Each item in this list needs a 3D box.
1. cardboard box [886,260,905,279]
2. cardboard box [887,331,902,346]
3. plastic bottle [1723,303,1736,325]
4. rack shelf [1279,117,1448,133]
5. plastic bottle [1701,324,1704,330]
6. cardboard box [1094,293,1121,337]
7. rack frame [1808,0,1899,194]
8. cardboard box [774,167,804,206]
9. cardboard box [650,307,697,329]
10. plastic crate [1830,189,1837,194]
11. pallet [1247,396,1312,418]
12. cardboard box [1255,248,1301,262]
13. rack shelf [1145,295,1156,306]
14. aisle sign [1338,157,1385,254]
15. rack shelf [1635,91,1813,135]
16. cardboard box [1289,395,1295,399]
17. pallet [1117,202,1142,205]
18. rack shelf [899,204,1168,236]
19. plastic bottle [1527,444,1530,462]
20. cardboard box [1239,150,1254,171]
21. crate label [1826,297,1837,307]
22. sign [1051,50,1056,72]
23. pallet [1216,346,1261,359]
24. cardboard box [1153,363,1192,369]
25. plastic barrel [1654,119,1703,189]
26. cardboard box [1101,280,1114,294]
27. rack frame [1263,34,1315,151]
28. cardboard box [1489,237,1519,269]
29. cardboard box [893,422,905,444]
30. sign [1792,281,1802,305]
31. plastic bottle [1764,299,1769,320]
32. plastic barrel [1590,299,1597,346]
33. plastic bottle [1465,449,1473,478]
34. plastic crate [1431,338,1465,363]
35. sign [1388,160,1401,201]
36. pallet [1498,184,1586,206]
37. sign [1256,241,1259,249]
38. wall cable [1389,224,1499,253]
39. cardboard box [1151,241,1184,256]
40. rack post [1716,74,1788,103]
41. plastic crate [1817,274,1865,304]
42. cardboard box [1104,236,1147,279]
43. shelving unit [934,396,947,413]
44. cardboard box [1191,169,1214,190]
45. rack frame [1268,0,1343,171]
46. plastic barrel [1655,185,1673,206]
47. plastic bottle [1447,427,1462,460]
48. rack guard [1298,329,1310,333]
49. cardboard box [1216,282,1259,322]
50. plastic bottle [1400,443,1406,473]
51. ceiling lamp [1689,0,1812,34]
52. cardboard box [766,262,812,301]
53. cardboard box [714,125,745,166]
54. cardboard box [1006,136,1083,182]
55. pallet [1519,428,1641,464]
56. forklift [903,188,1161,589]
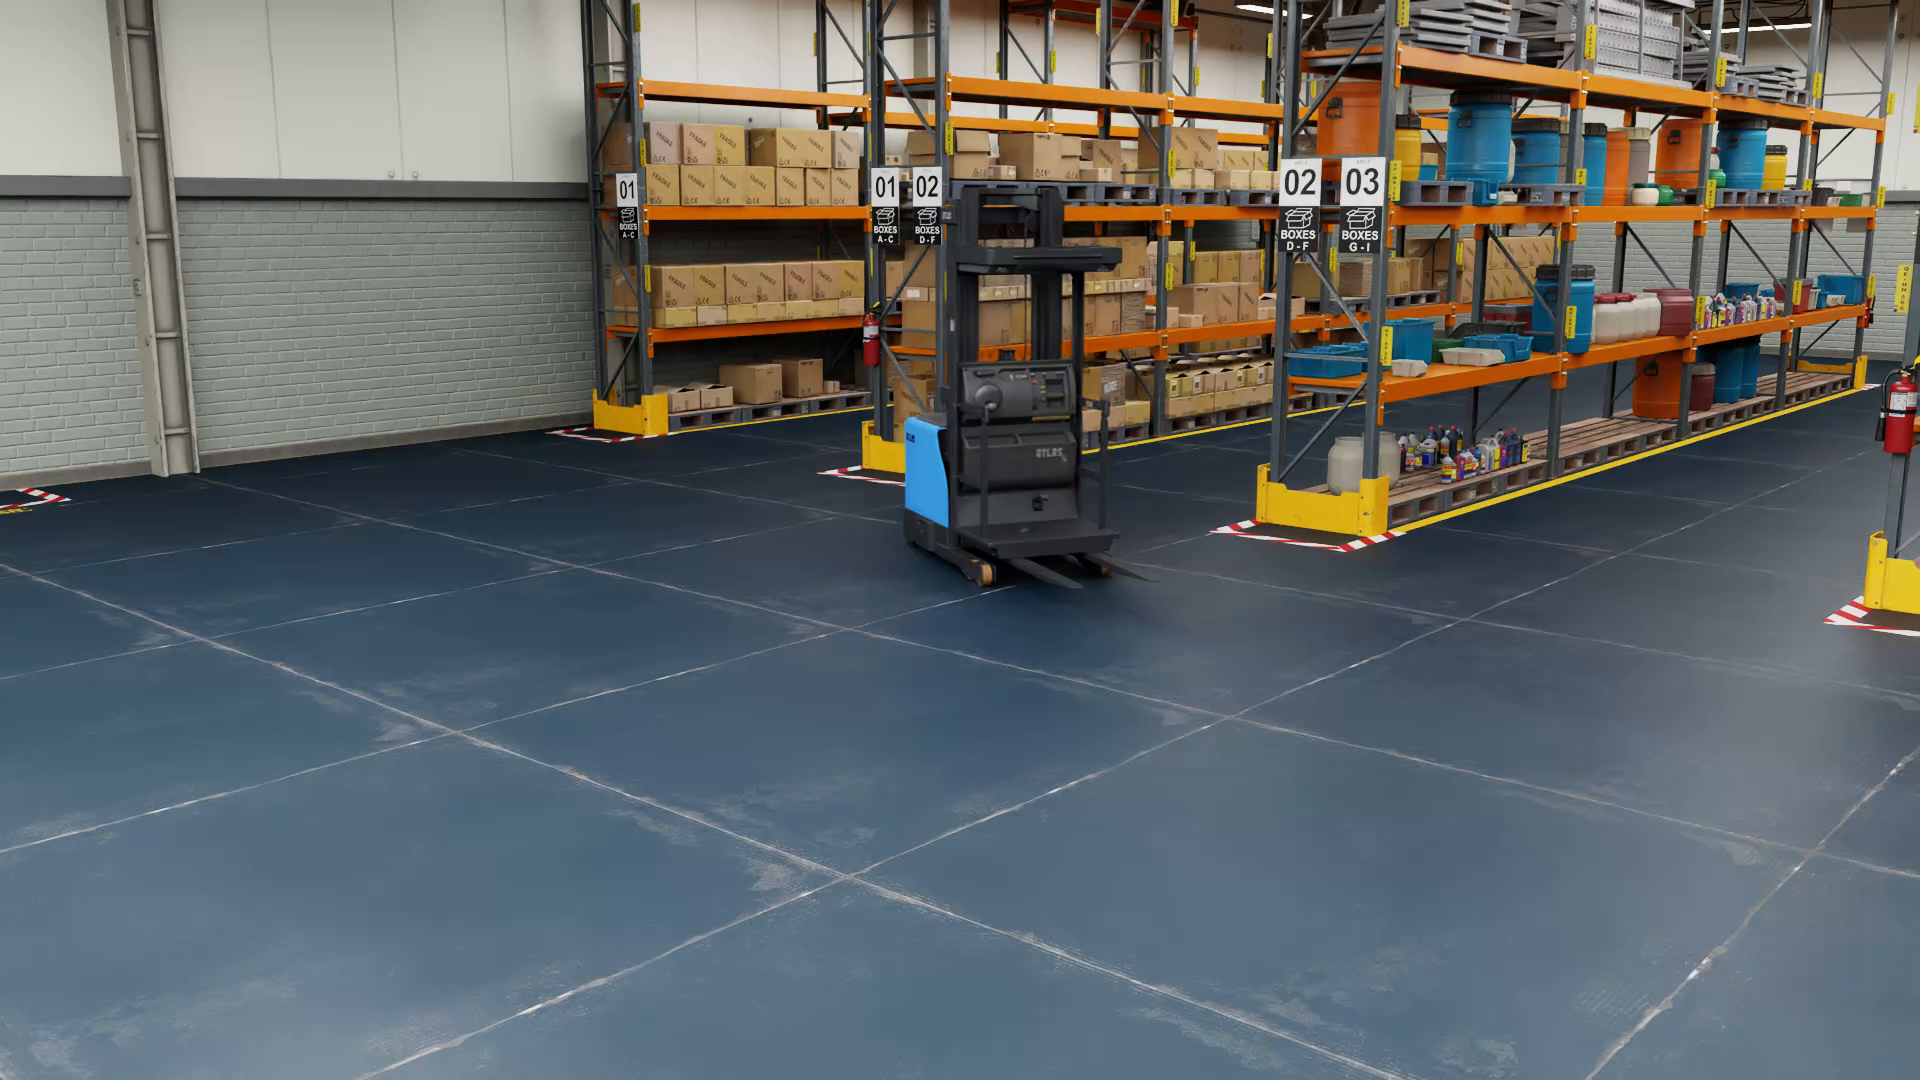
[{"bbox_3d":[-0.871,-3.862,24.510,0.500,0.500,0.700,-10,15,-42],"label":"cardboard box"},{"bbox_3d":[-0.845,-2.979,24.811,0.500,0.250,0.500,9,15,39],"label":"cardboard box"},{"bbox_3d":[9.920,-2.918,21.480,0.152,0.276,0.135,10,15,40],"label":"plastic bottle"},{"bbox_3d":[6.078,-6.081,24.541,1.077,0.370,4.000,10,15,40],"label":"rack shelf"},{"bbox_3d":[9.166,-2.705,20.605,0.097,0.201,0.097,0,11,0],"label":"plastic bottle"},{"bbox_3d":[1.486,-2.710,19.866,0.700,0.500,0.500,10,15,40],"label":"cardboard box"},{"bbox_3d":[13.757,-6.872,25.642,1.000,3.000,0.127,10,15,40],"label":"rack frame"},{"bbox_3d":[-2.435,-4.710,22.169,0.500,0.500,0.500,9,14,38],"label":"cardboard box"},{"bbox_3d":[-3.686,-2.824,21.023,0.500,0.250,0.500,9,15,39],"label":"cardboard box"},{"bbox_3d":[13.293,-5.316,25.845,0.497,0.269,0.590,10,15,40],"label":"plastic crate"},{"bbox_3d":[4.185,-1.911,23.238,1.003,0.211,1.213,10,15,40],"label":"pallet"},{"bbox_3d":[5.986,-5.282,32.231,0.980,0.700,0.700,11,16,43],"label":"cardboard box"},{"bbox_3d":[2.354,-3.975,28.293,1.077,0.370,4.000,10,15,40],"label":"rack shelf"},{"bbox_3d":[3.368,-2.802,13.946,0.394,0.787,0.004,10,15,40],"label":"aisle sign"},{"bbox_3d":[9.796,-5.440,21.332,1.077,0.370,4.000,10,15,40],"label":"rack shelf"},{"bbox_3d":[4.256,-2.066,22.847,0.500,0.250,0.500,10,15,40],"label":"cardboard box"},{"bbox_3d":[3.106,-5.858,28.714,0.805,0.209,1.217,9,14,38],"label":"pallet"},{"bbox_3d":[0.797,-3.629,18.903,1.077,0.370,4.000,10,15,40],"label":"rack shelf"},{"bbox_3d":[5.830,-0.914,17.152,0.097,0.201,0.097,0,11,0],"label":"plastic bottle"},{"bbox_3d":[5.012,-6.861,30.386,0.500,0.500,0.500,10,15,41],"label":"cardboard box"},{"bbox_3d":[12.987,-3.602,25.107,0.396,0.136,0.243,10,15,40],"label":"crate label"},{"bbox_3d":[1.448,-7.404,25.719,0.100,0.325,0.005,10,15,40],"label":"sign"},{"bbox_3d":[5.040,-3.537,31.382,1.003,0.211,1.213,10,15,40],"label":"pallet"},{"bbox_3d":[2.839,-2.185,22.010,0.500,0.311,0.500,10,15,40],"label":"cardboard box"},{"bbox_3d":[8.853,-4.724,20.376,0.600,0.830,0.708,10,15,40],"label":"plastic barrel"},{"bbox_3d":[1.590,-2.991,19.618,0.380,0.149,0.250,10,15,40],"label":"cardboard box"},{"bbox_3d":[6.315,-8.153,32.055,1.000,3.000,0.127,10,15,40],"label":"rack frame"},{"bbox_3d":[8.940,-4.782,27.689,0.500,0.500,0.500,10,15,42],"label":"cardboard box"},{"bbox_3d":[-0.391,-1.192,18.467,0.500,0.250,0.500,10,15,40],"label":"cardboard box"},{"bbox_3d":[11.528,-3.406,22.899,0.100,0.325,0.005,10,15,40],"label":"sign"},{"bbox_3d":[10.858,-3.127,22.527,0.152,0.276,0.135,10,15,40],"label":"plastic bottle"},{"bbox_3d":[6.632,-2.344,17.940,0.433,0.535,0.433,0,11,0],"label":"plastic barrel"},{"bbox_3d":[4.918,-0.745,16.128,0.097,0.271,0.097,0,11,0],"label":"plastic bottle"},{"bbox_3d":[4.727,-1.897,16.594,0.450,0.188,0.662,10,15,40],"label":"plastic crate"},{"bbox_3d":[3.605,-2.980,13.790,0.100,0.325,0.005,10,15,40],"label":"sign"},{"bbox_3d":[5.433,-3.424,16.520,1.213,0.211,1.003,10,15,40],"label":"pallet"},{"bbox_3d":[5.902,-5.747,32.914,0.100,0.325,0.005,10,15,40],"label":"sign"},{"bbox_3d":[10.317,-7.416,36.294,3.097,2.526,0.112,10,15,40],"label":"wall cable"},{"bbox_3d":[3.558,-5.093,29.072,0.500,0.250,0.500,10,15,42],"label":"cardboard box"},{"bbox_3d":[9.876,-5.724,21.171,0.954,0.300,0.937,-10,15,-41],"label":"rack post"},{"bbox_3d":[13.676,-3.903,25.853,0.616,0.435,0.499,10,15,40],"label":"plastic crate"},{"bbox_3d":[1.829,-3.425,20.132,0.700,0.500,0.500,10,15,41],"label":"cardboard box"},{"bbox_3d":[-0.081,-0.642,14.361,0.189,1.200,0.258,-8,14,-34],"label":"shelving unit"},{"bbox_3d":[2.891,-4.579,21.133,0.500,0.250,0.500,8,14,35],"label":"cardboard box"},{"bbox_3d":[4.757,-6.336,22.958,1.000,3.000,0.127,10,15,40],"label":"rack frame"},{"bbox_3d":[8.351,-4.105,19.843,0.294,0.245,0.294,0,11,0],"label":"plastic barrel"},{"bbox_3d":[5.099,-0.998,17.187,0.144,0.351,0.185,10,15,40],"label":"plastic bottle"},{"bbox_3d":[6.331,-3.989,32.905,1.175,0.500,0.348,10,15,40],"label":"rack guard"},{"bbox_3d":[3.662,-3.194,22.290,0.500,0.500,0.500,9,14,37],"label":"cardboard box"},{"bbox_3d":[4.345,-0.807,16.403,0.061,0.283,0.133,10,15,40],"label":"plastic bottle"},{"bbox_3d":[13.687,-10.446,28.634,2.000,3.185,0.800,10,15,40],"label":"ceiling lamp"},{"bbox_3d":[-2.352,-3.493,22.459,0.500,0.500,0.500,9,15,39],"label":"cardboard box"},{"bbox_3d":[-3.111,-5.046,21.301,0.500,0.500,0.500,10,15,42],"label":"cardboard box"},{"bbox_3d":[0.935,-4.376,19.109,0.637,0.503,0.797,-10,15,-41],"label":"cardboard box"},{"bbox_3d":[7.130,-1.098,19.170,1.003,0.211,1.213,10,15,40],"label":"pallet"},{"bbox_3d":[0.539,-1.185,12.660,1.130,2.935,3.031,-4,12,-21],"label":"forklift"}]
